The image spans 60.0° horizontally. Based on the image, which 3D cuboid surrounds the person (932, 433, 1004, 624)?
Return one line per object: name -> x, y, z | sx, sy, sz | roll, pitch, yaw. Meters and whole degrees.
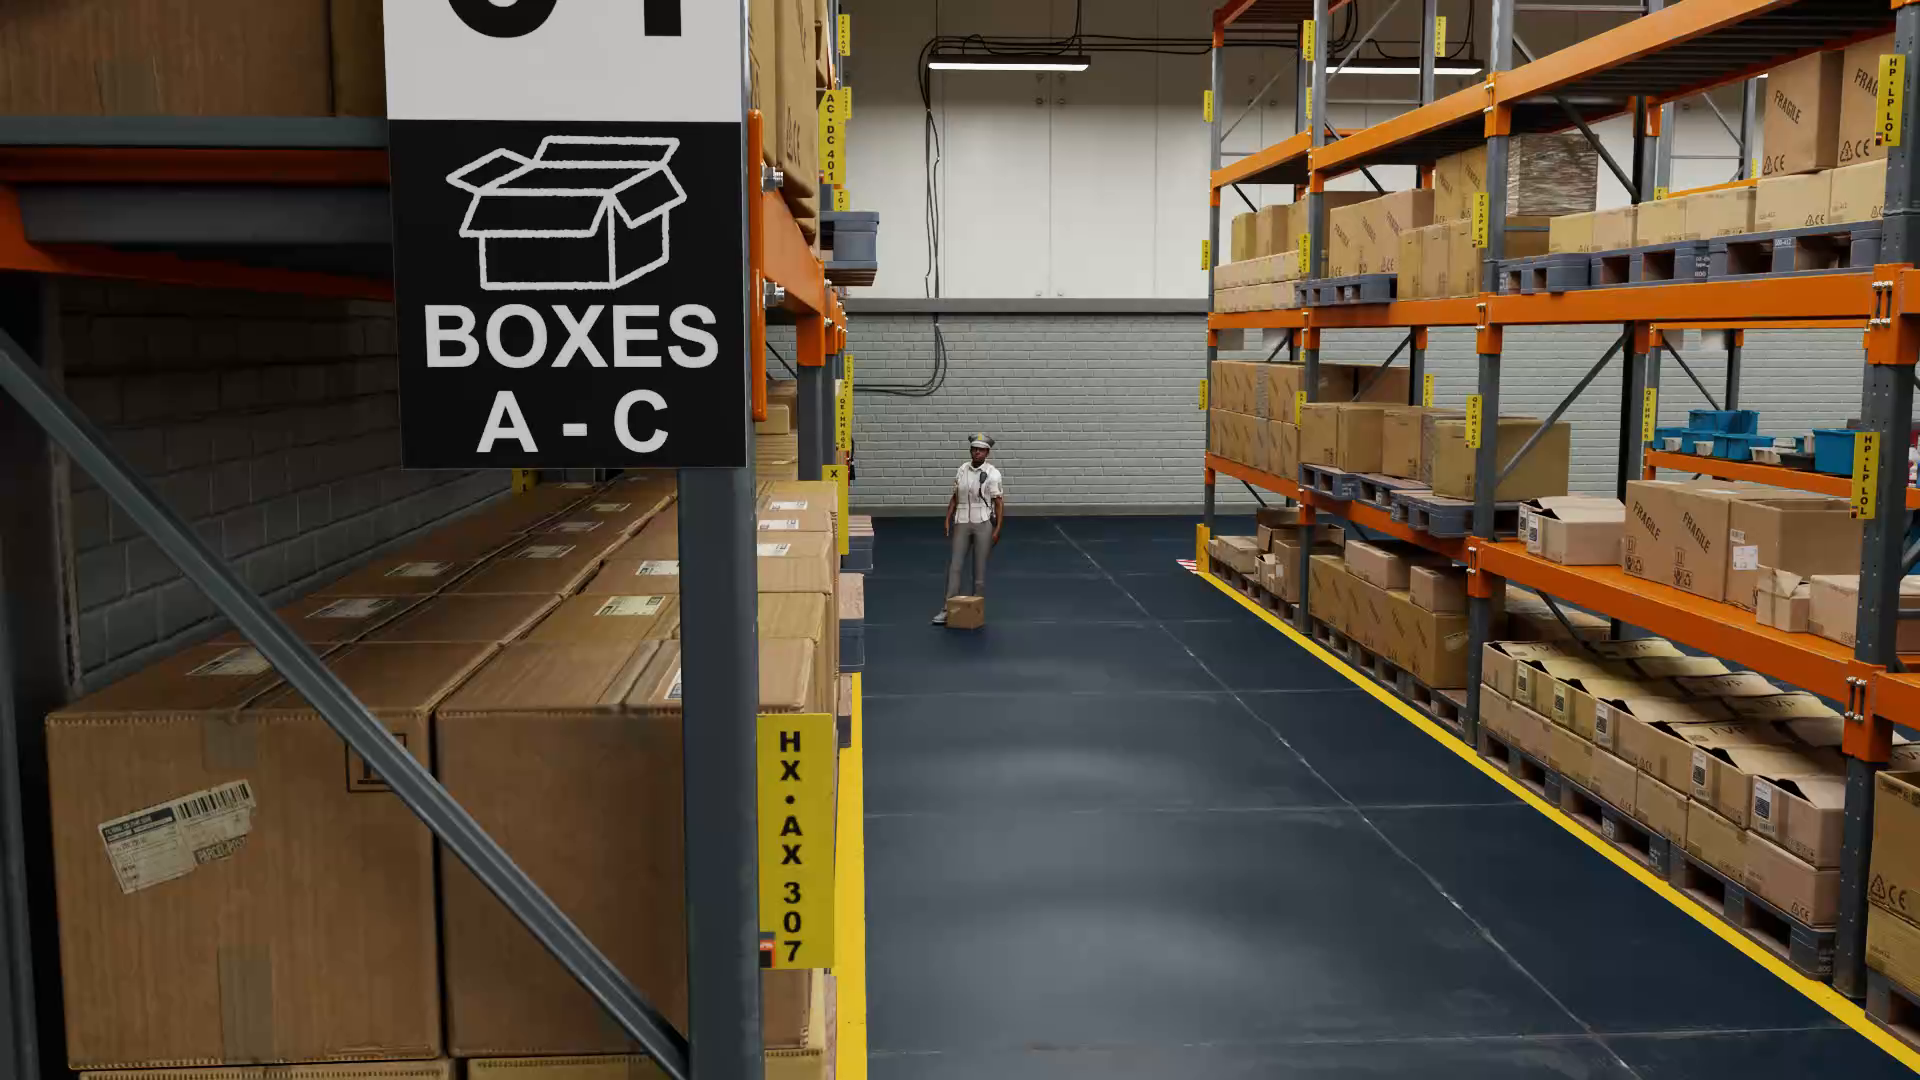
person -> 0.088, -0.107, 14.910 | 0.569, 1.696, 0.528 | 3, 7, 21
